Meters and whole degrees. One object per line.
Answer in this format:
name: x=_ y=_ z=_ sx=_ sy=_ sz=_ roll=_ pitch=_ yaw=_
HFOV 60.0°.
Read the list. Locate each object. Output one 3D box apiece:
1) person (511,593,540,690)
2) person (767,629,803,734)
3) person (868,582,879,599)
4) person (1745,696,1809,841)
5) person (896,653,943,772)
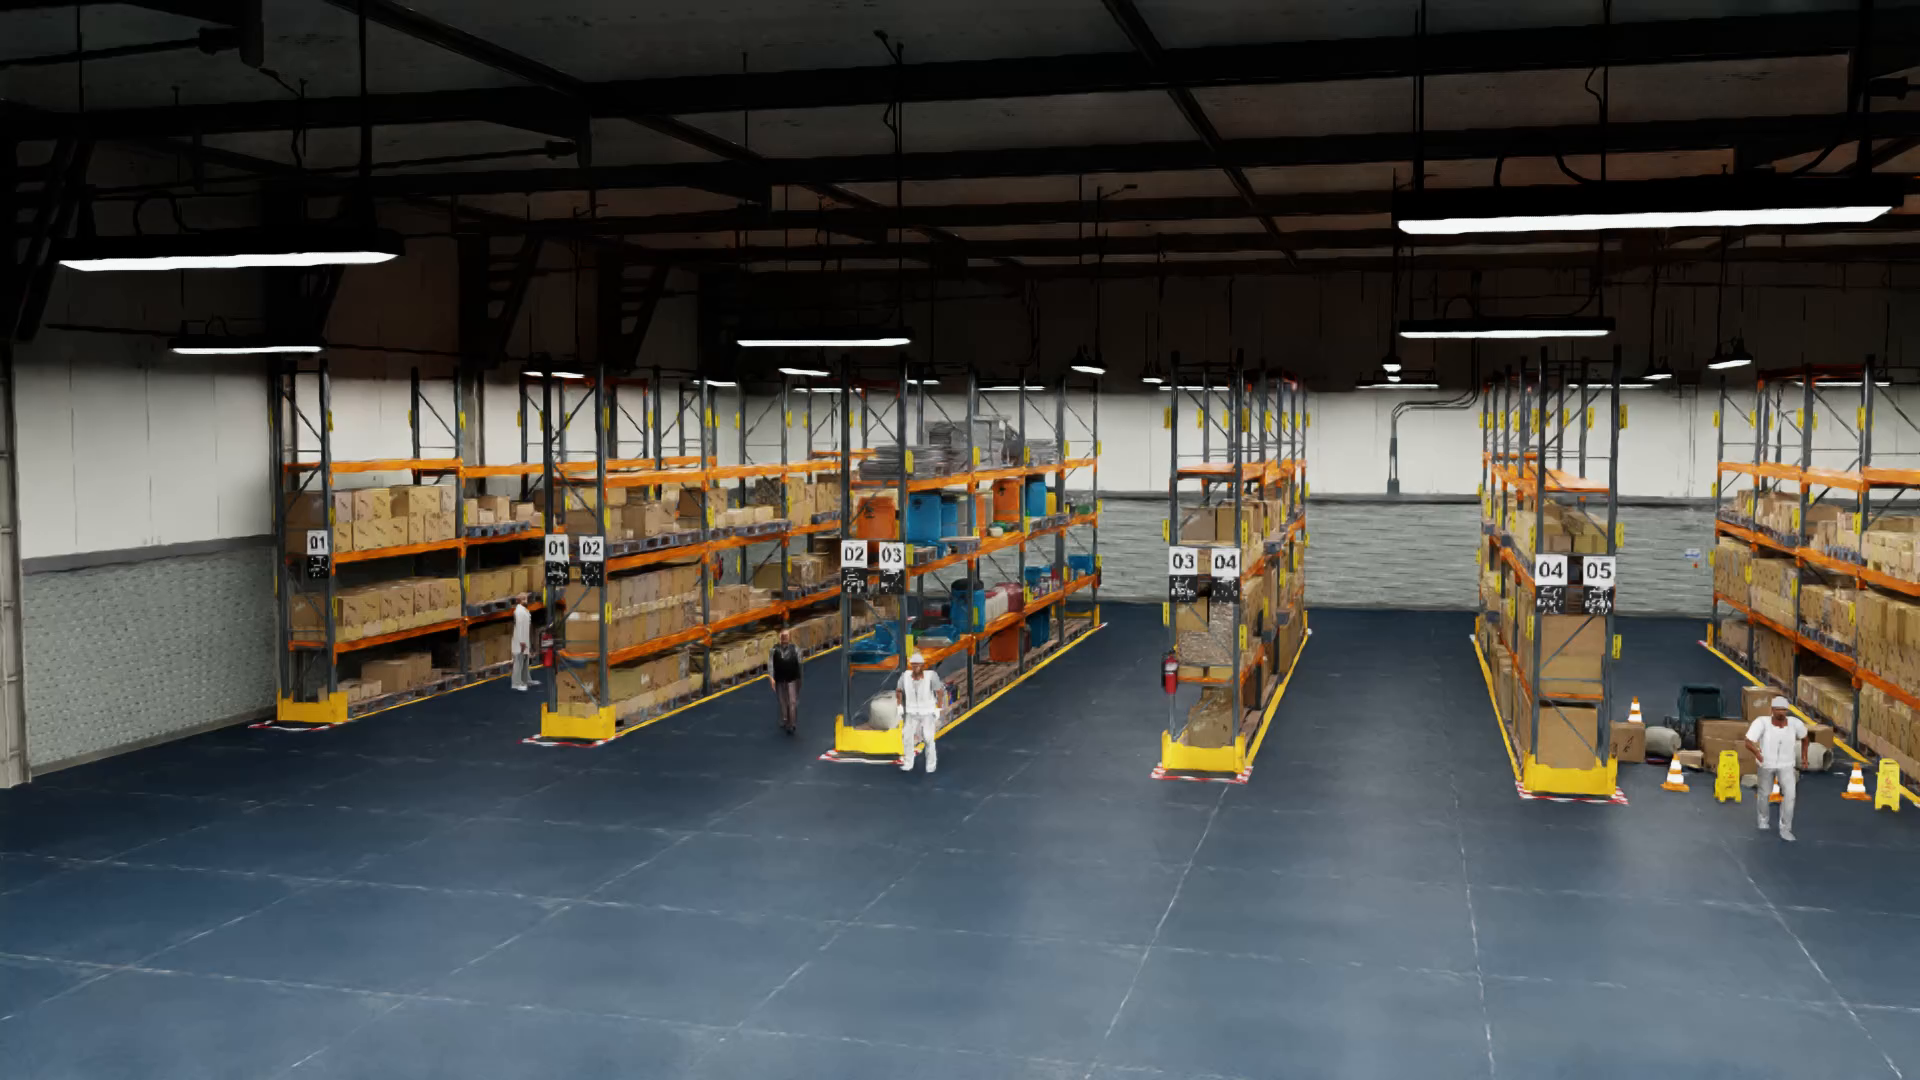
person: x=-8.098 y=1.870 z=30.938 sx=0.522 sy=1.787 sz=0.654 roll=-1 pitch=4 yaw=-11
person: x=-2.806 y=2.245 z=26.668 sx=0.538 sy=1.664 sz=1.029 roll=0 pitch=4 yaw=6
person: x=-2.226 y=1.014 z=43.939 sx=0.625 sy=1.658 sz=0.500 roll=-2 pitch=5 yaw=-26
person: x=9.864 y=2.707 z=20.076 sx=0.734 sy=1.697 sz=0.856 roll=2 pitch=4 yaw=20
person: x=-0.584 y=2.448 z=23.599 sx=0.702 sy=1.734 sz=0.549 roll=1 pitch=4 yaw=14
